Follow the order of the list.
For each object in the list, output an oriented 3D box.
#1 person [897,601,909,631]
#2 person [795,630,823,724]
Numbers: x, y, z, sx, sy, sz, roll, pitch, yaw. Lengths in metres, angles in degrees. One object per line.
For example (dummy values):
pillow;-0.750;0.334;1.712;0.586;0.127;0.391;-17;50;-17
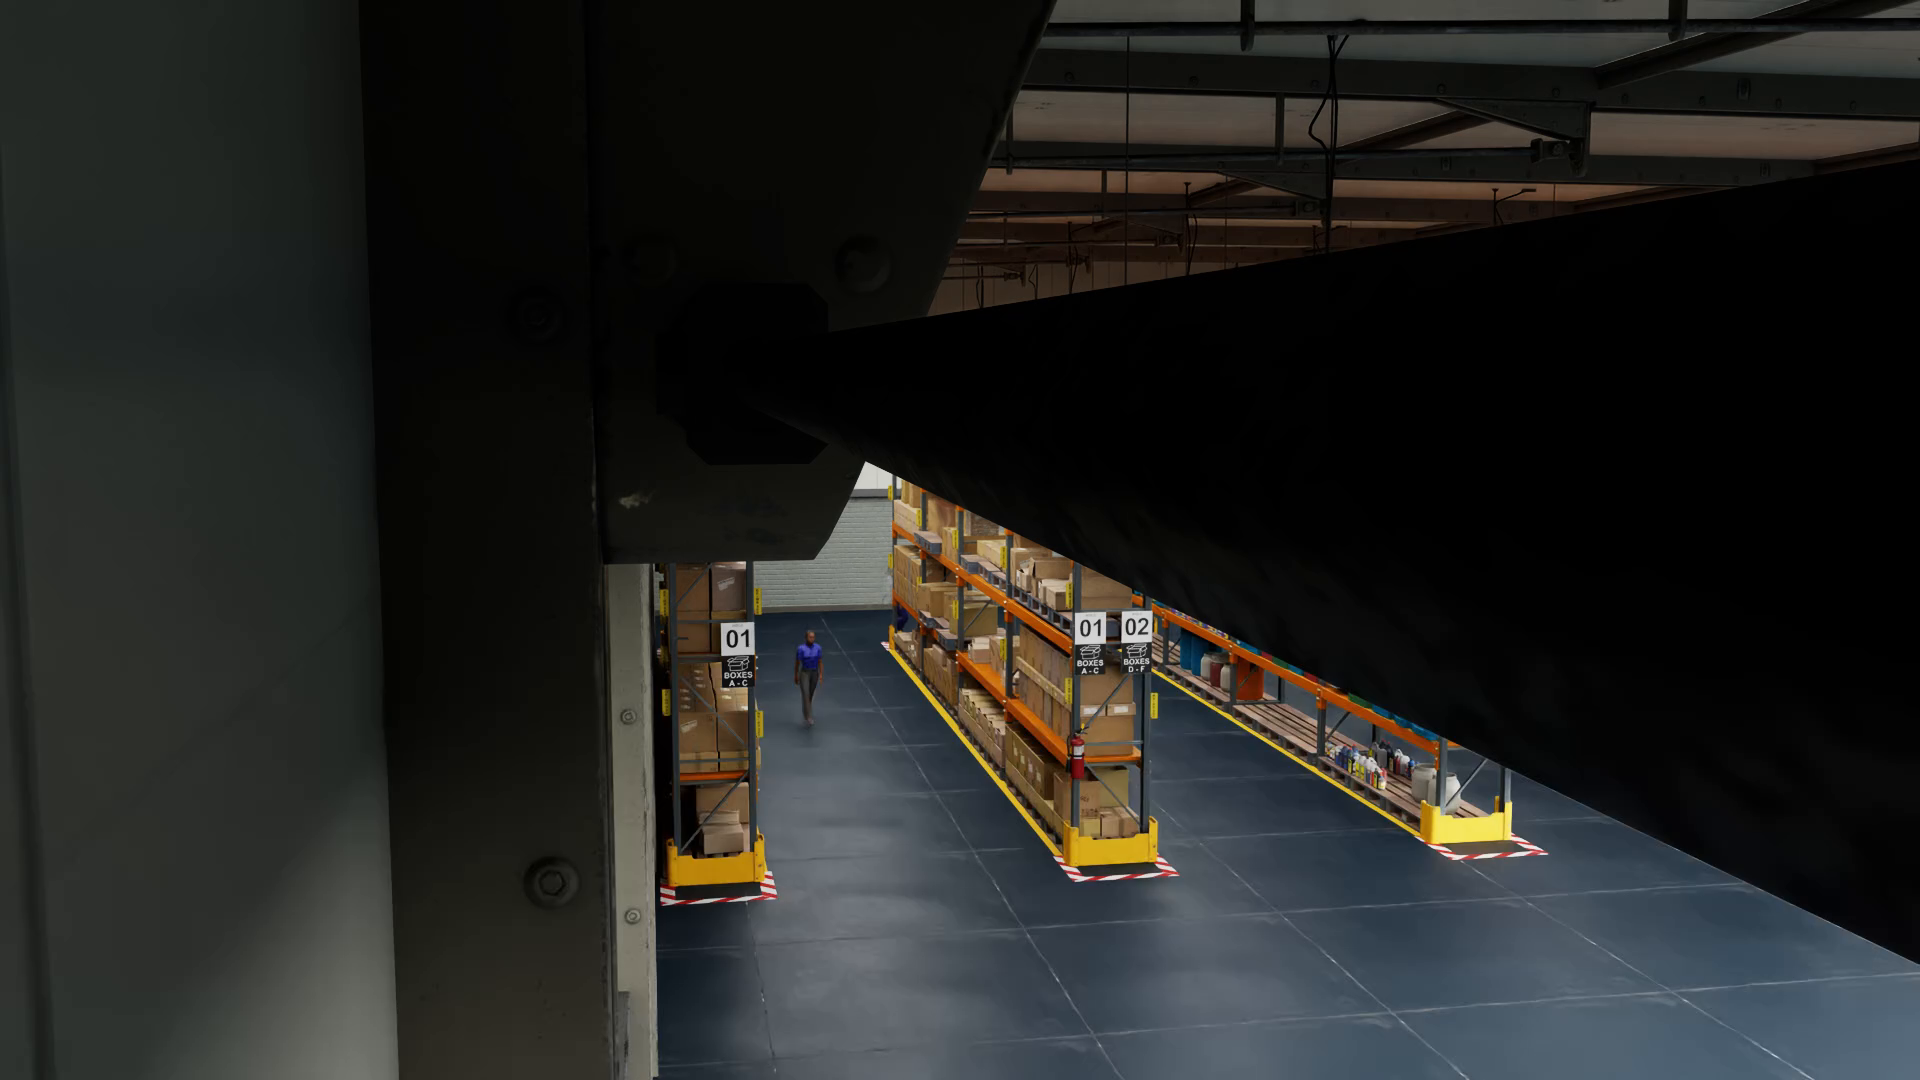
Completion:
person;-1.363;1.432;37.739;0.419;1.672;0.527;0;6;1
person;-2.621;2.372;29.037;0.500;1.607;0.961;-4;7;-32
